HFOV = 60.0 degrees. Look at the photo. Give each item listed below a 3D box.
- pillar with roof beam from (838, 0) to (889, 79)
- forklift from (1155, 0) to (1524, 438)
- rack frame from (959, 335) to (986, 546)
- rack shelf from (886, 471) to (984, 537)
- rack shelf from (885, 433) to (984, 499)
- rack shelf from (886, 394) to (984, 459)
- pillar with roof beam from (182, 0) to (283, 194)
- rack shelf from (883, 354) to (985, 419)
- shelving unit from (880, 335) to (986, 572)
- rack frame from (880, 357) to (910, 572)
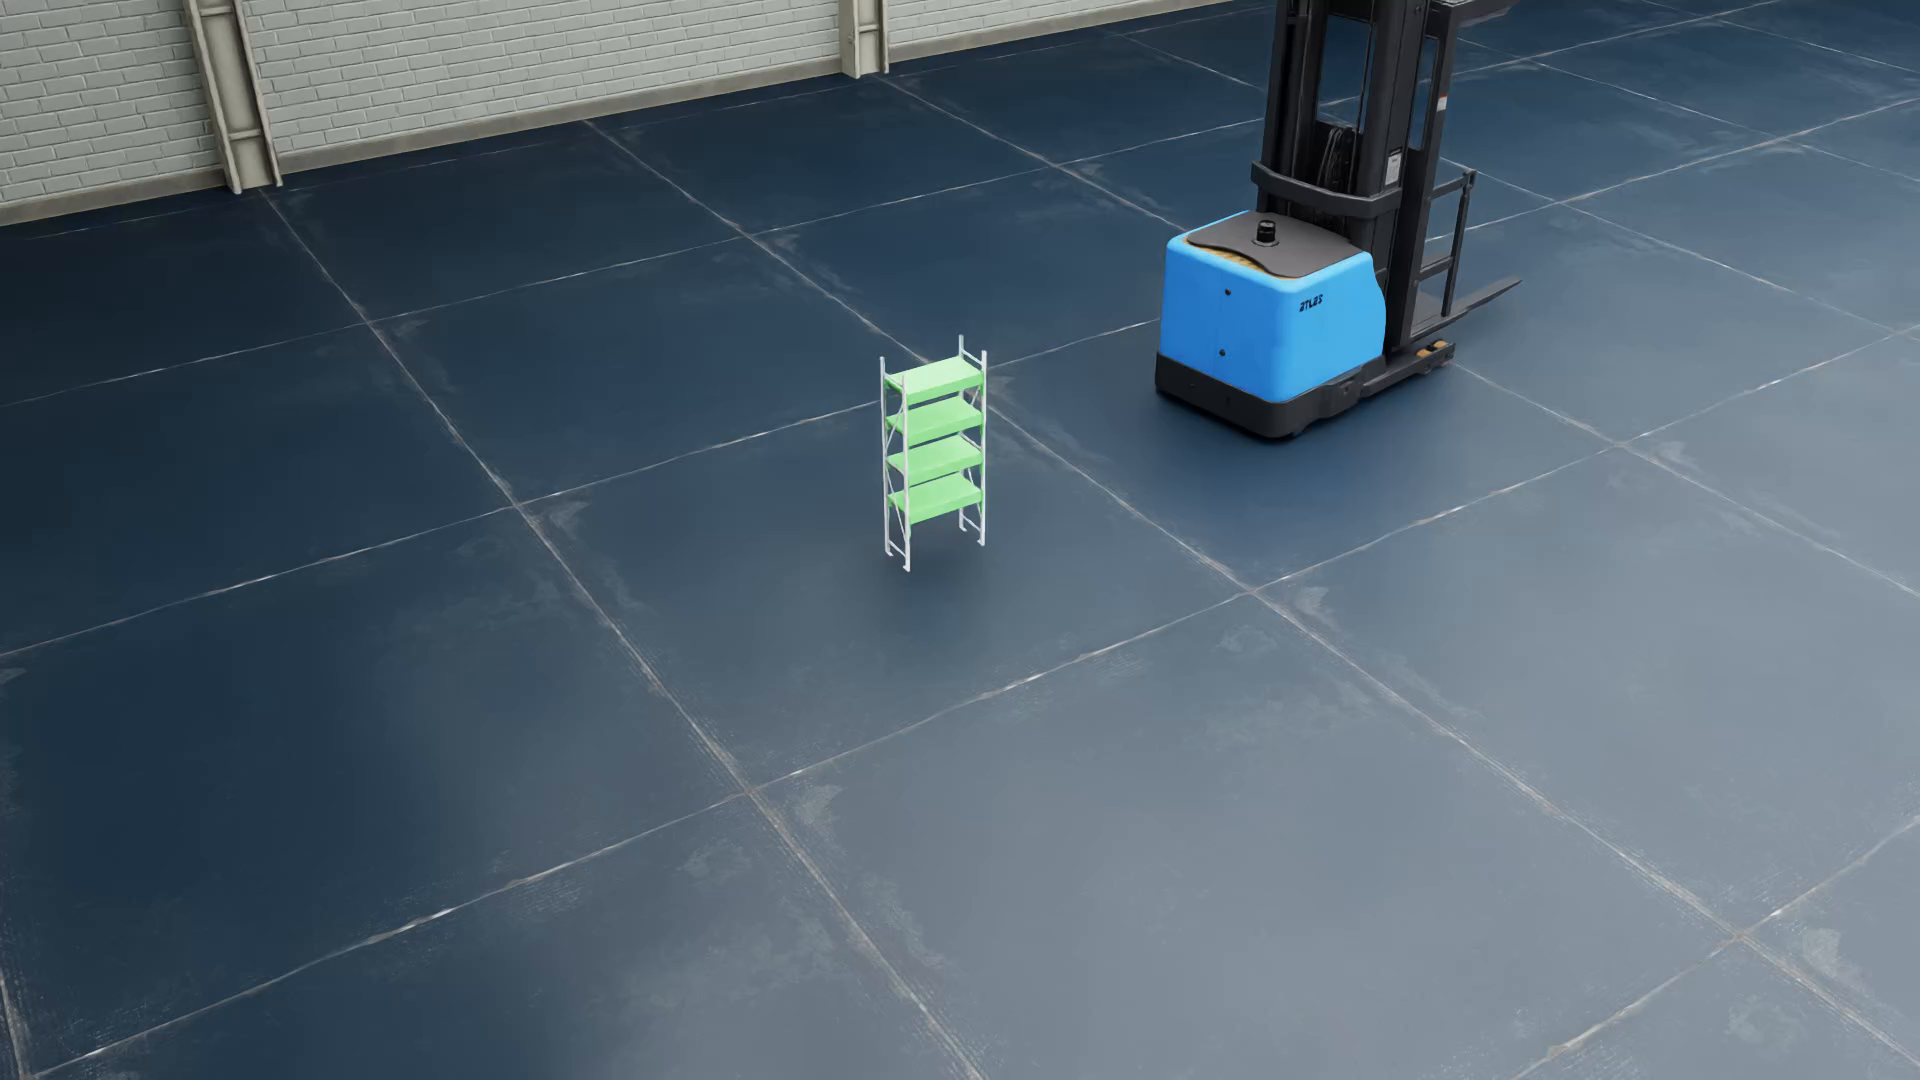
[{"bbox_3d":[1.365,-6.642,11.466,0.400,9.000,9.100,-19,37,-27],"label":"pillar with roof beam"},{"bbox_3d":[2.704,-2.532,10.639,3.031,2.935,1.130,-26,40,-34],"label":"forklift"},{"bbox_3d":[0.066,-0.530,9.087,0.015,1.200,0.240,-19,37,-27],"label":"rack frame"},{"bbox_3d":[-0.139,-0.203,9.138,0.480,0.148,0.258,-19,37,-27],"label":"rack shelf"},{"bbox_3d":[-0.139,-0.406,9.010,0.480,0.148,0.258,-19,37,-27],"label":"rack shelf"},{"bbox_3d":[-0.139,-0.609,8.882,0.480,0.148,0.258,-19,37,-27],"label":"rack shelf"},{"bbox_3d":[-3.678,-4.908,8.717,0.400,9.000,9.100,-19,37,-27],"label":"pillar with roof beam"},{"bbox_3d":[-0.139,-0.812,8.754,0.480,0.148,0.258,-19,37,-27],"label":"rack shelf"},{"bbox_3d":[-0.139,-0.460,8.976,0.503,1.200,0.258,-19,37,-27],"label":"shelving unit"},{"bbox_3d":[-0.344,-0.389,8.864,0.015,1.200,0.240,-19,37,-27],"label":"rack frame"}]
